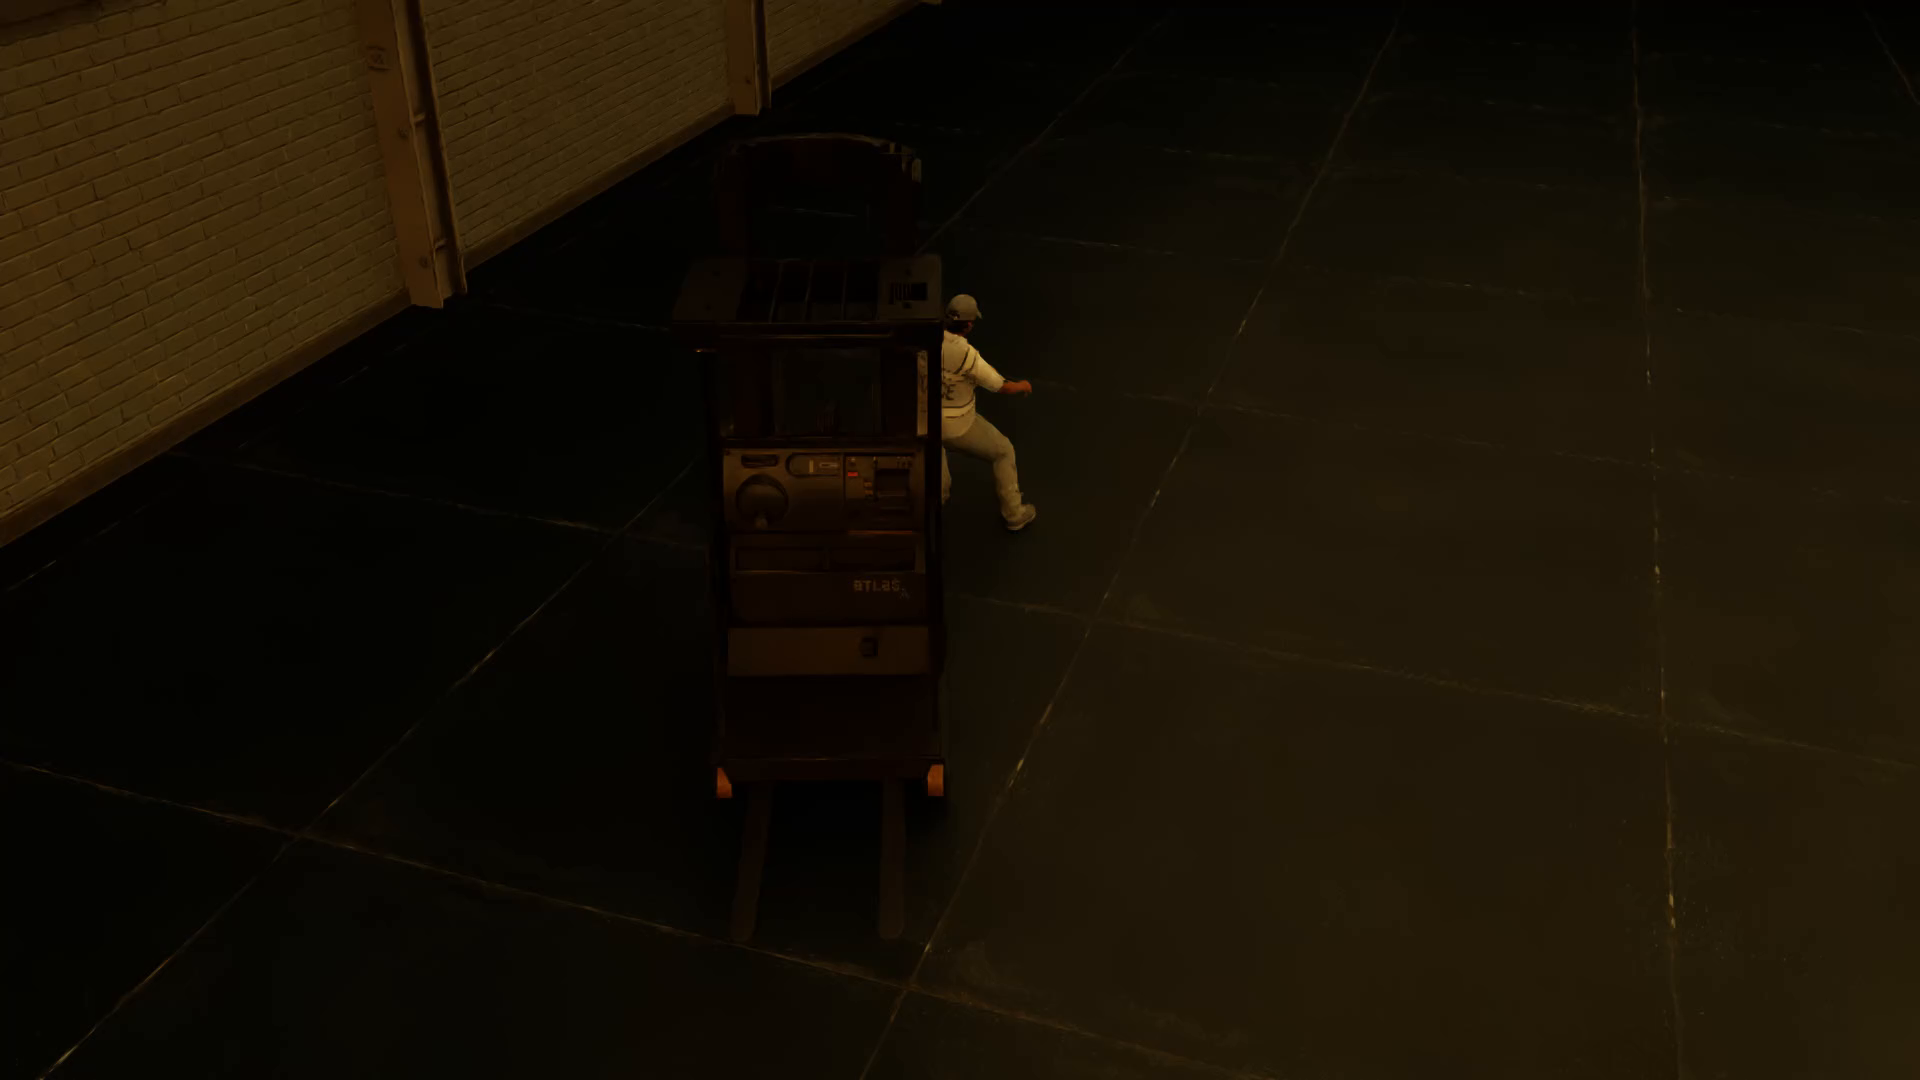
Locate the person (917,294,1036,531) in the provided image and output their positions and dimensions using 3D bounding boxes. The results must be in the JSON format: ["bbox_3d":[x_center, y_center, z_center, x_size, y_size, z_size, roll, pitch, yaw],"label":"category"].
[{"bbox_3d":[0.026,-0.802,9.972,0.816,1.507,0.679,13,32,22],"label":"person"}]

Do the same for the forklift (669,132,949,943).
[{"bbox_3d":[-0.619,-0.196,7.480,1.130,2.935,3.031,-1,30,-1],"label":"forklift"}]
